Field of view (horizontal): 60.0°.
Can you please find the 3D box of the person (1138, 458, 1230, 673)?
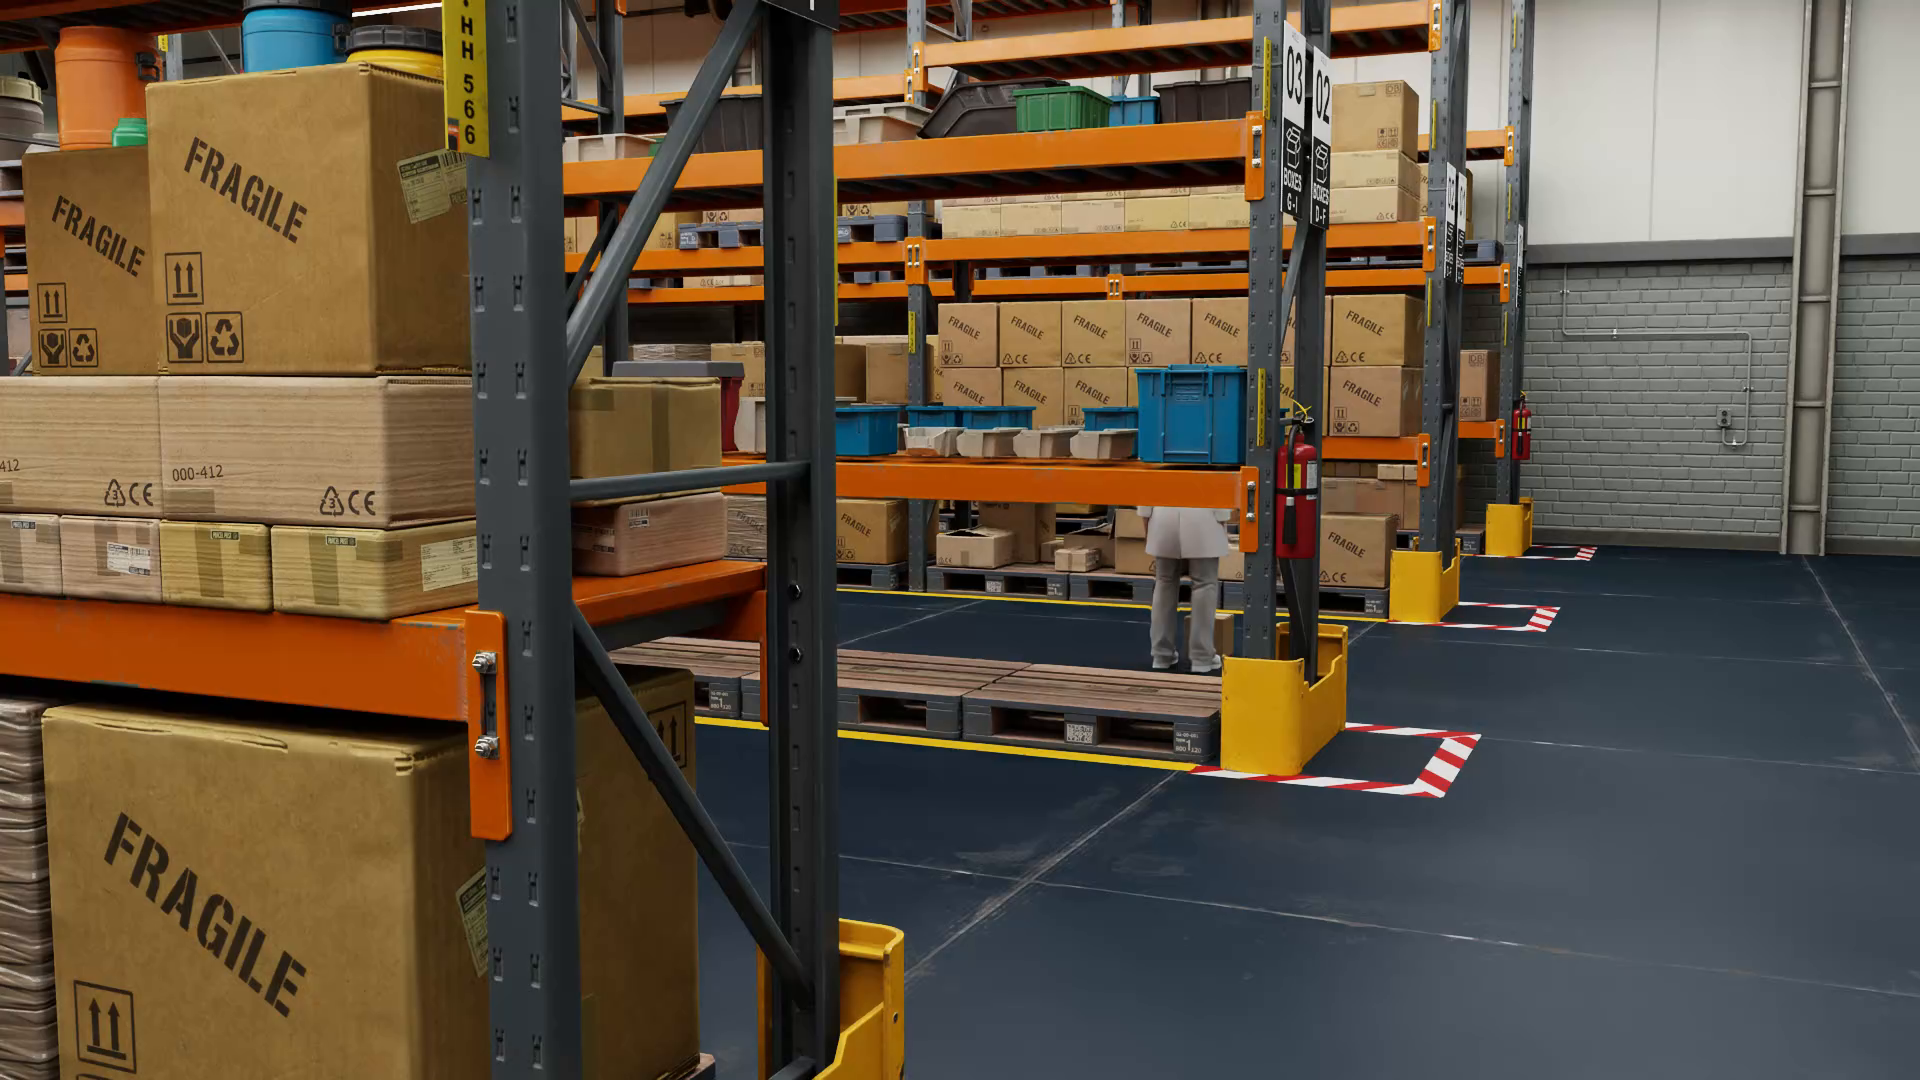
[{"bbox_3d":[1.318,-0.123,9.783,0.562,1.776,0.388,3,6,25],"label":"person"}]
